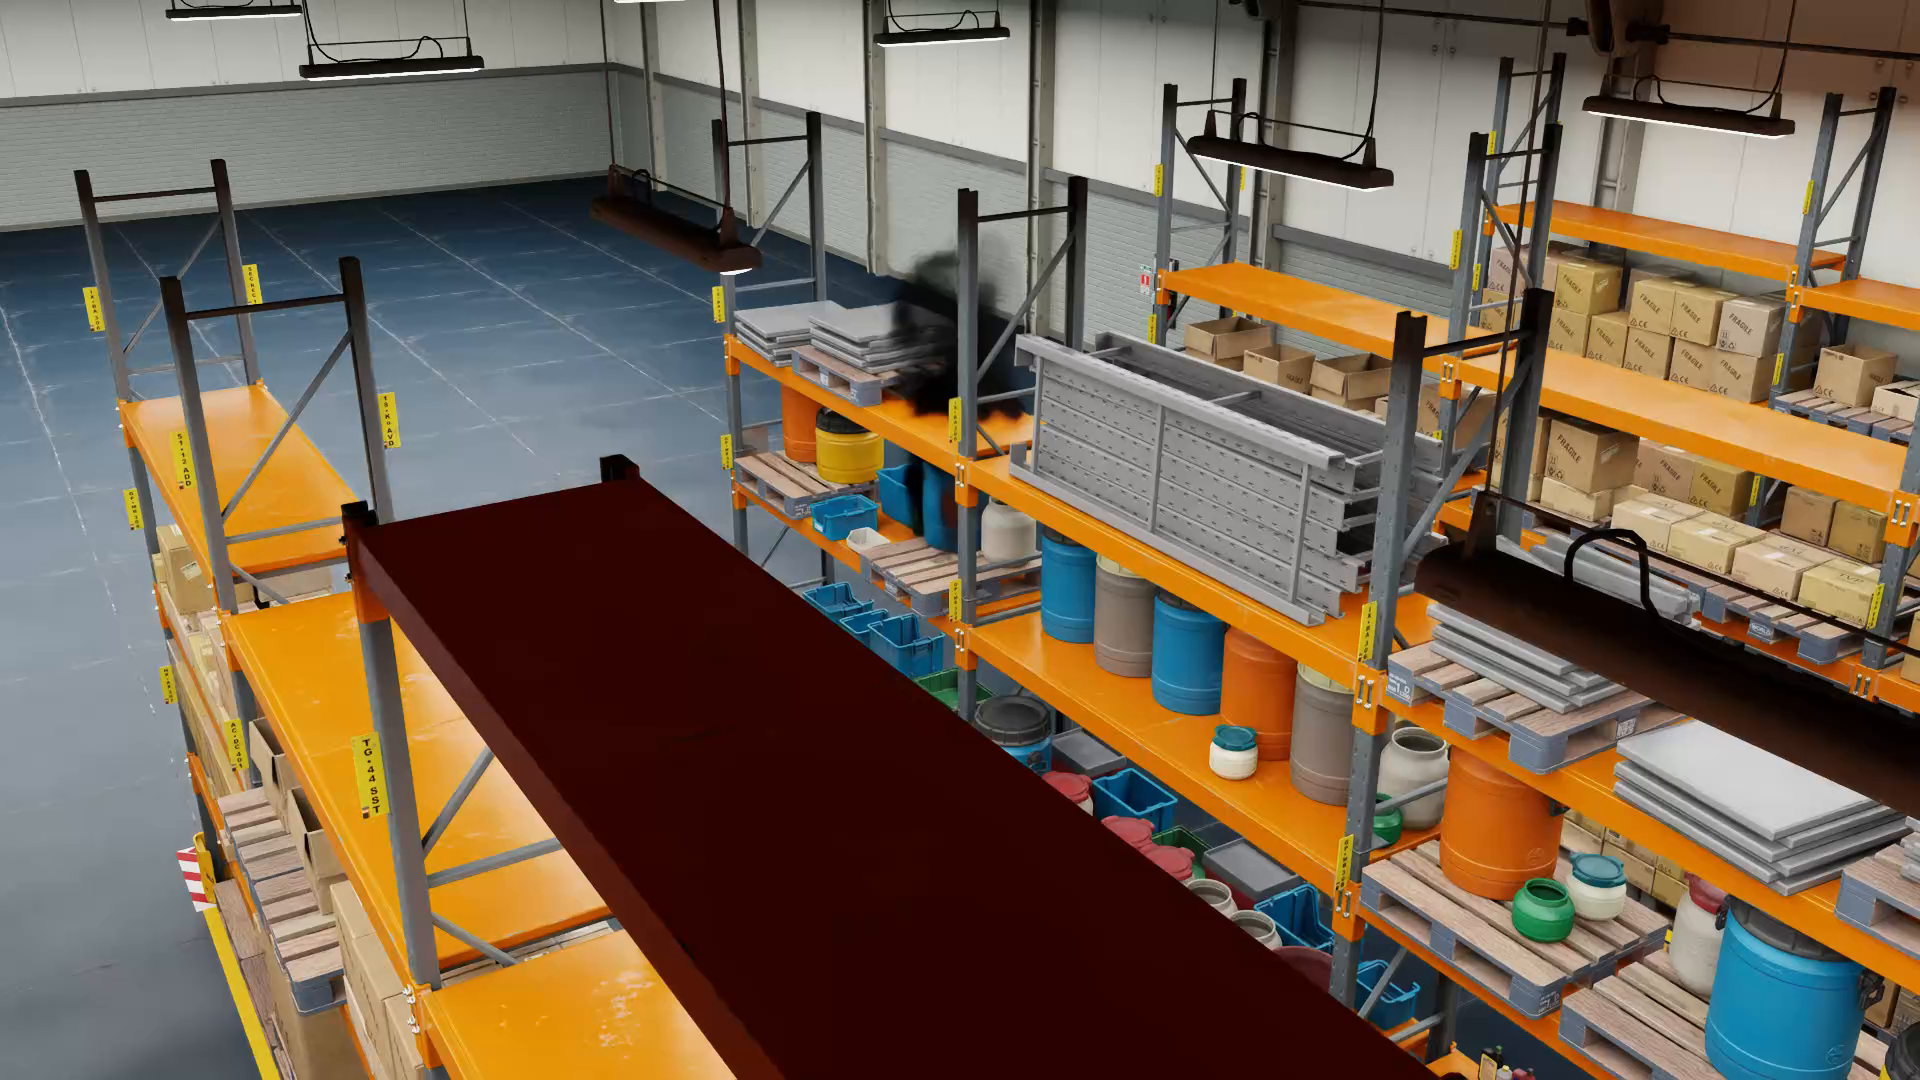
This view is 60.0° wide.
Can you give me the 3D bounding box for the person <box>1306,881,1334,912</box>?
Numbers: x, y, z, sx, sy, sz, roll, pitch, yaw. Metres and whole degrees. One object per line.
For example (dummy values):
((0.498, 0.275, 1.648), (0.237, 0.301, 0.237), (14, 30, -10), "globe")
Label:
((2.779, 2.176, 13.177), (0.760, 1.580, 0.627), (18, 28, 38), "person")
